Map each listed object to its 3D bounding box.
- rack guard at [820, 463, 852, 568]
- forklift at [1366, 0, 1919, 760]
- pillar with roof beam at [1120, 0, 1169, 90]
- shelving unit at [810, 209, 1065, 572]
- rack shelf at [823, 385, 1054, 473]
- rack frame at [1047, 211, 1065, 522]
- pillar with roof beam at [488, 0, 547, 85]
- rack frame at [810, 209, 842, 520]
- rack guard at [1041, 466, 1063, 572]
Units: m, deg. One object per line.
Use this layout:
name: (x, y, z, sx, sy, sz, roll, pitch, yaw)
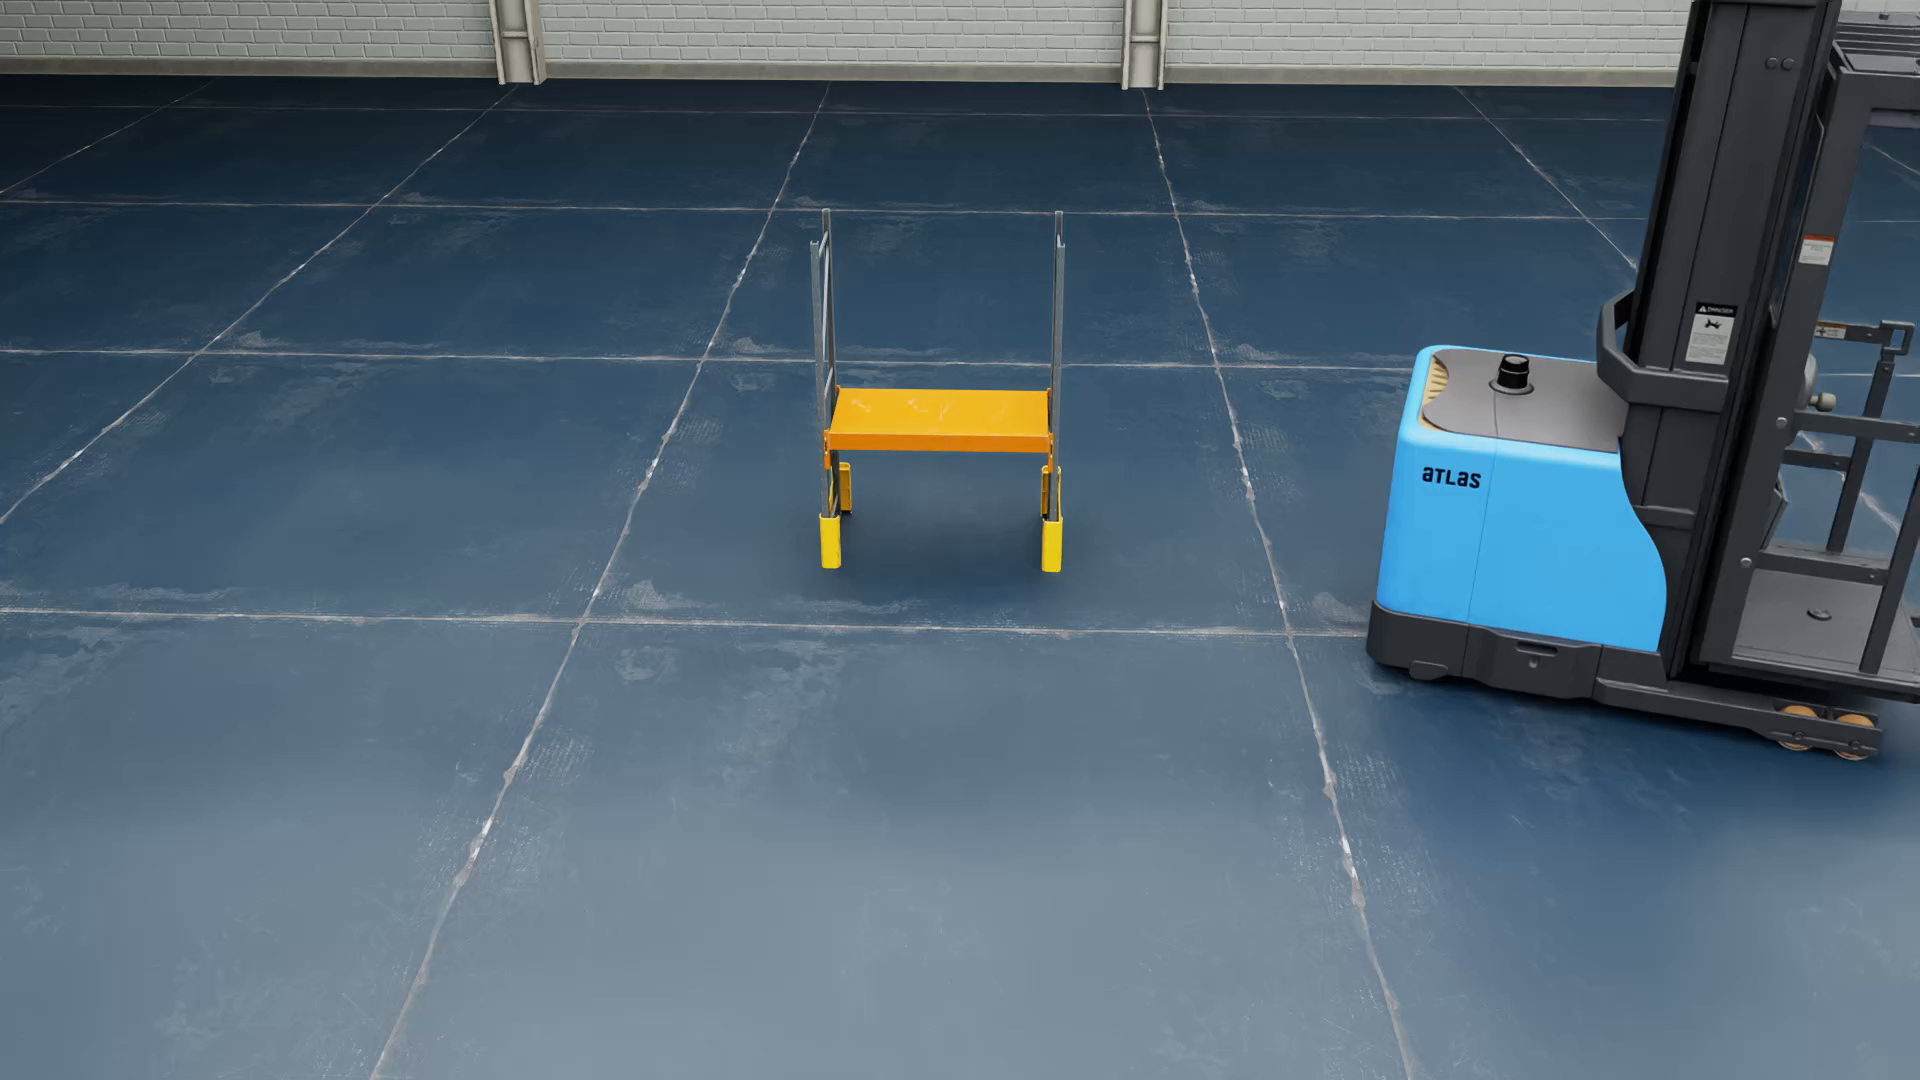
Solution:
rack guard: (-0.574, -0.120, 7.709, 0.087, 0.250, 0.587, 1, 28, 2)
forklift: (3.222, -0.755, 6.044, 3.031, 2.935, 1.130, 9, 29, 16)
pillar with roof beam: (1.595, -6.330, 10.084, 0.400, 9.000, 9.100, 1, 28, 2)
shelving unit: (-0.076, -0.664, 7.401, 1.083, 1.500, 0.587, 1, 28, 2)
rack shelf: (-0.085, -0.505, 7.486, 1.000, 0.185, 0.538, 1, 28, 2)
rack frame: (0.423, -0.656, 7.386, 0.032, 1.500, 0.500, 1, 28, 2)
pillar with roof beam: (-4.401, -6.429, 10.271, 0.400, 9.000, 9.100, 1, 28, 2)
rack frame: (-0.593, -0.672, 7.417, 0.032, 1.500, 0.500, 1, 28, 2)
rack guard: (0.422, -0.103, 7.678, 0.087, 0.250, 0.587, 1, 28, 2)
